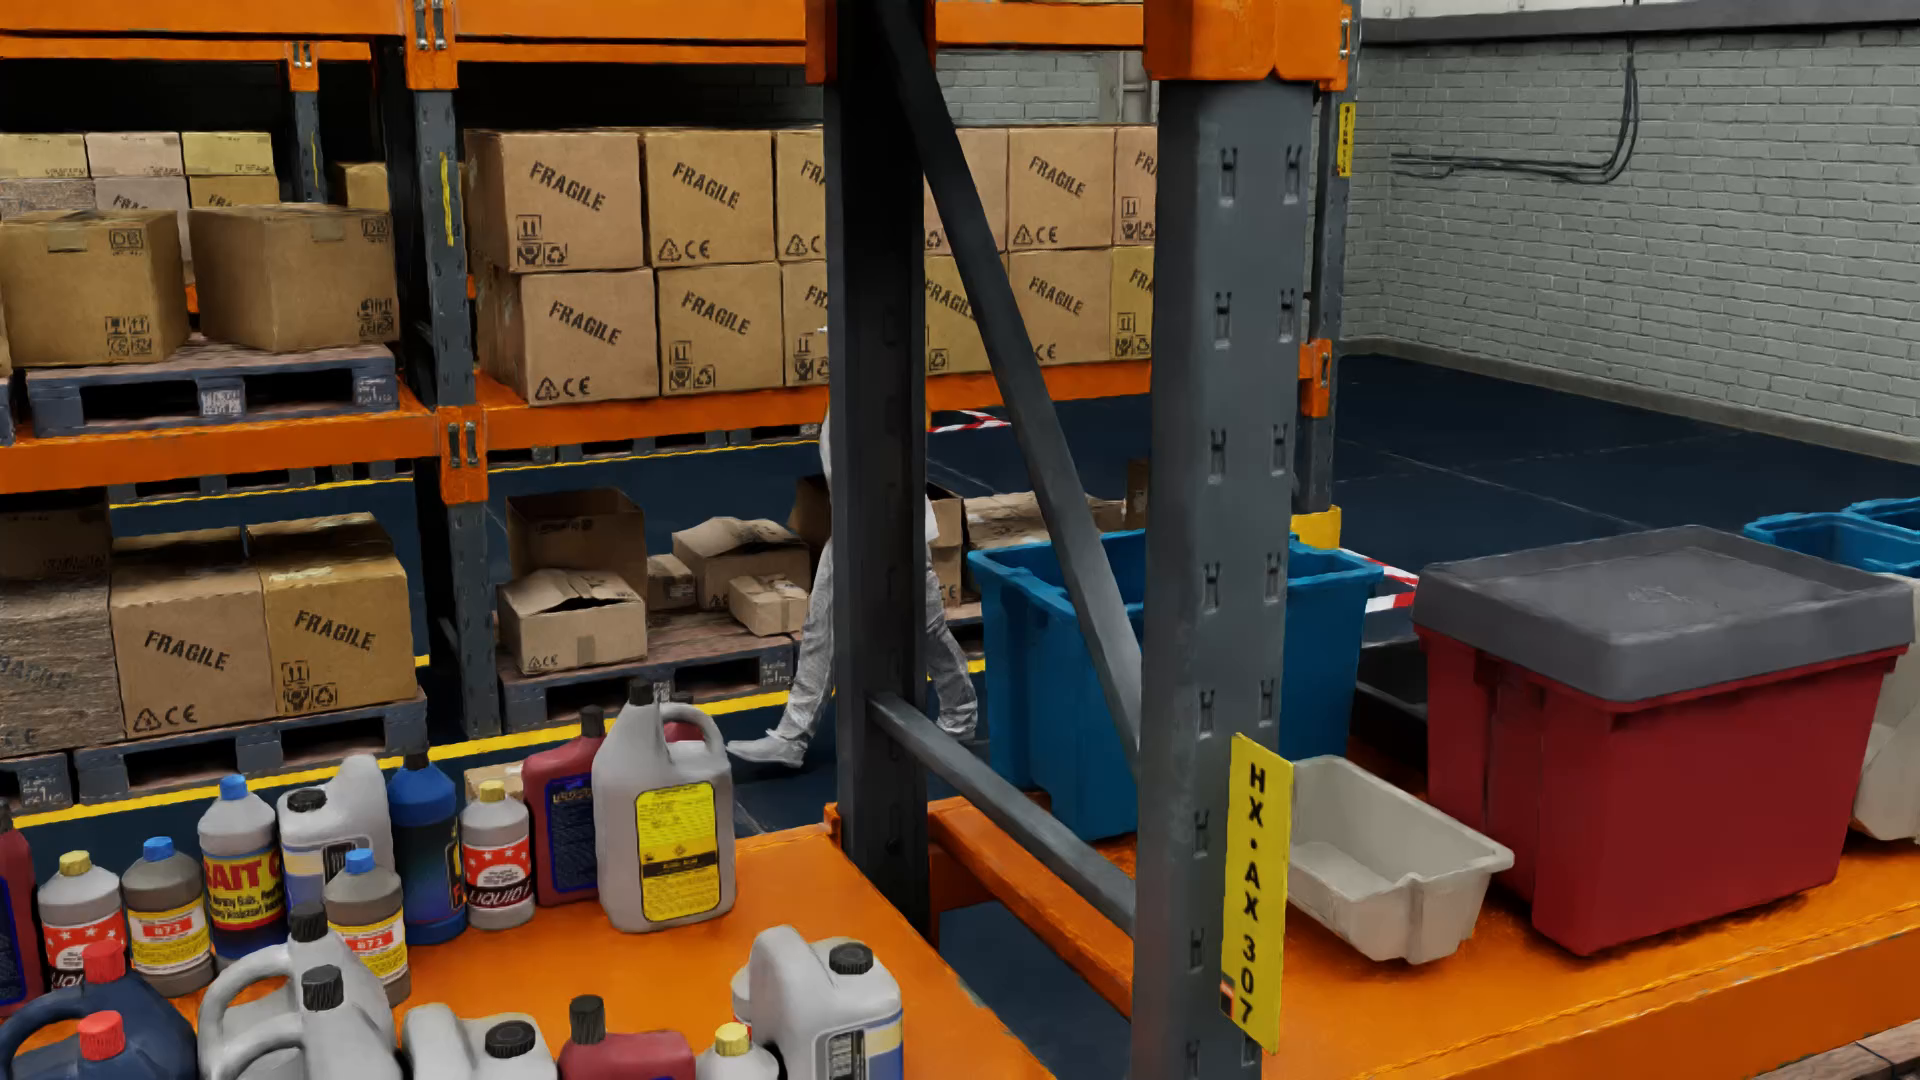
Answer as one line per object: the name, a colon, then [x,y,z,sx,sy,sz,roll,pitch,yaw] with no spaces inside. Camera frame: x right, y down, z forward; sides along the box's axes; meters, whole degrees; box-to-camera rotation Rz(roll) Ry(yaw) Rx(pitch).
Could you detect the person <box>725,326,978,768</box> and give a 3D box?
person: [-0.364,0.001,5.994,0.978,1.730,0.582,-10,18,-32]
